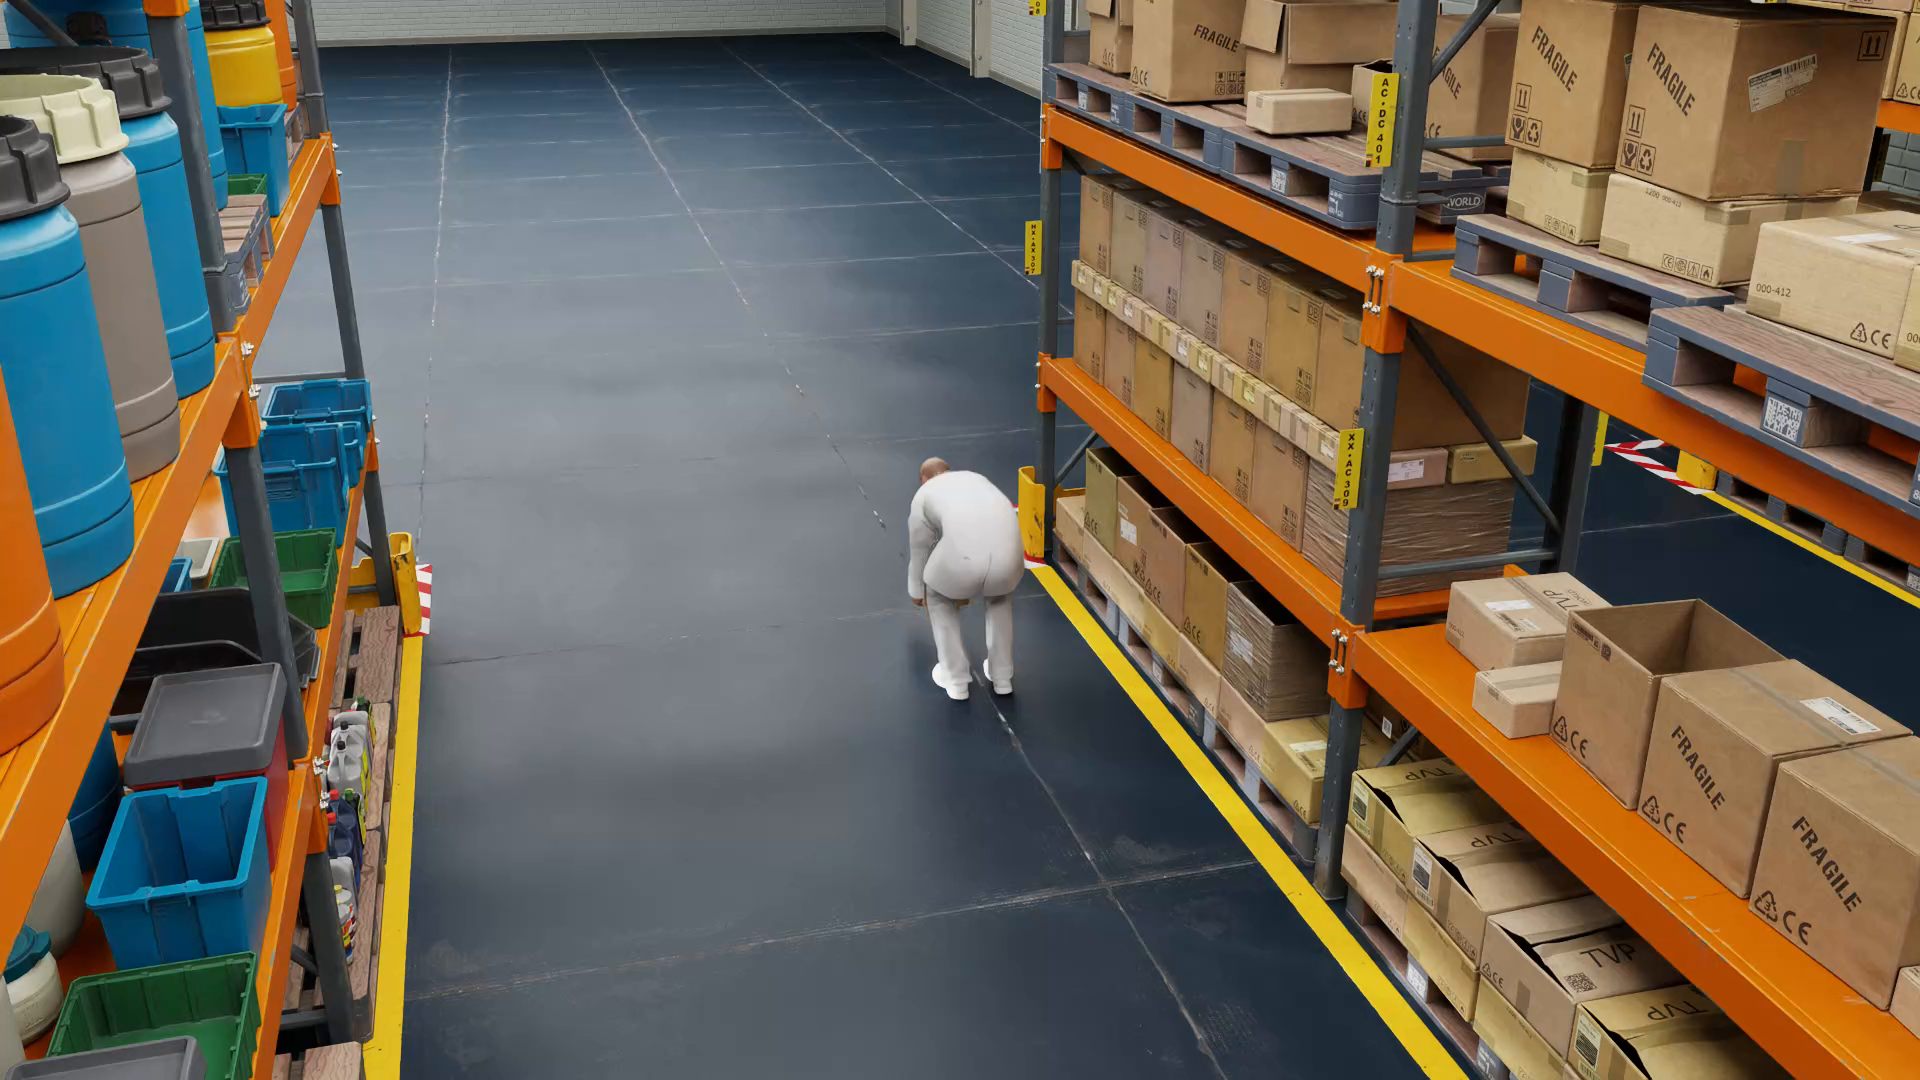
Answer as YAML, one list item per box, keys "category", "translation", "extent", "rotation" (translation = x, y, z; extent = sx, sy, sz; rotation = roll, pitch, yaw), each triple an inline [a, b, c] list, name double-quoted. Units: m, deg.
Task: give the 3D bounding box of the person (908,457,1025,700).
- category: "person"
  translation: [0.015, 0.183, 9.006]
  extent: [0.568, 1.139, 0.948]
  rotation: [-7, 24, -16]
